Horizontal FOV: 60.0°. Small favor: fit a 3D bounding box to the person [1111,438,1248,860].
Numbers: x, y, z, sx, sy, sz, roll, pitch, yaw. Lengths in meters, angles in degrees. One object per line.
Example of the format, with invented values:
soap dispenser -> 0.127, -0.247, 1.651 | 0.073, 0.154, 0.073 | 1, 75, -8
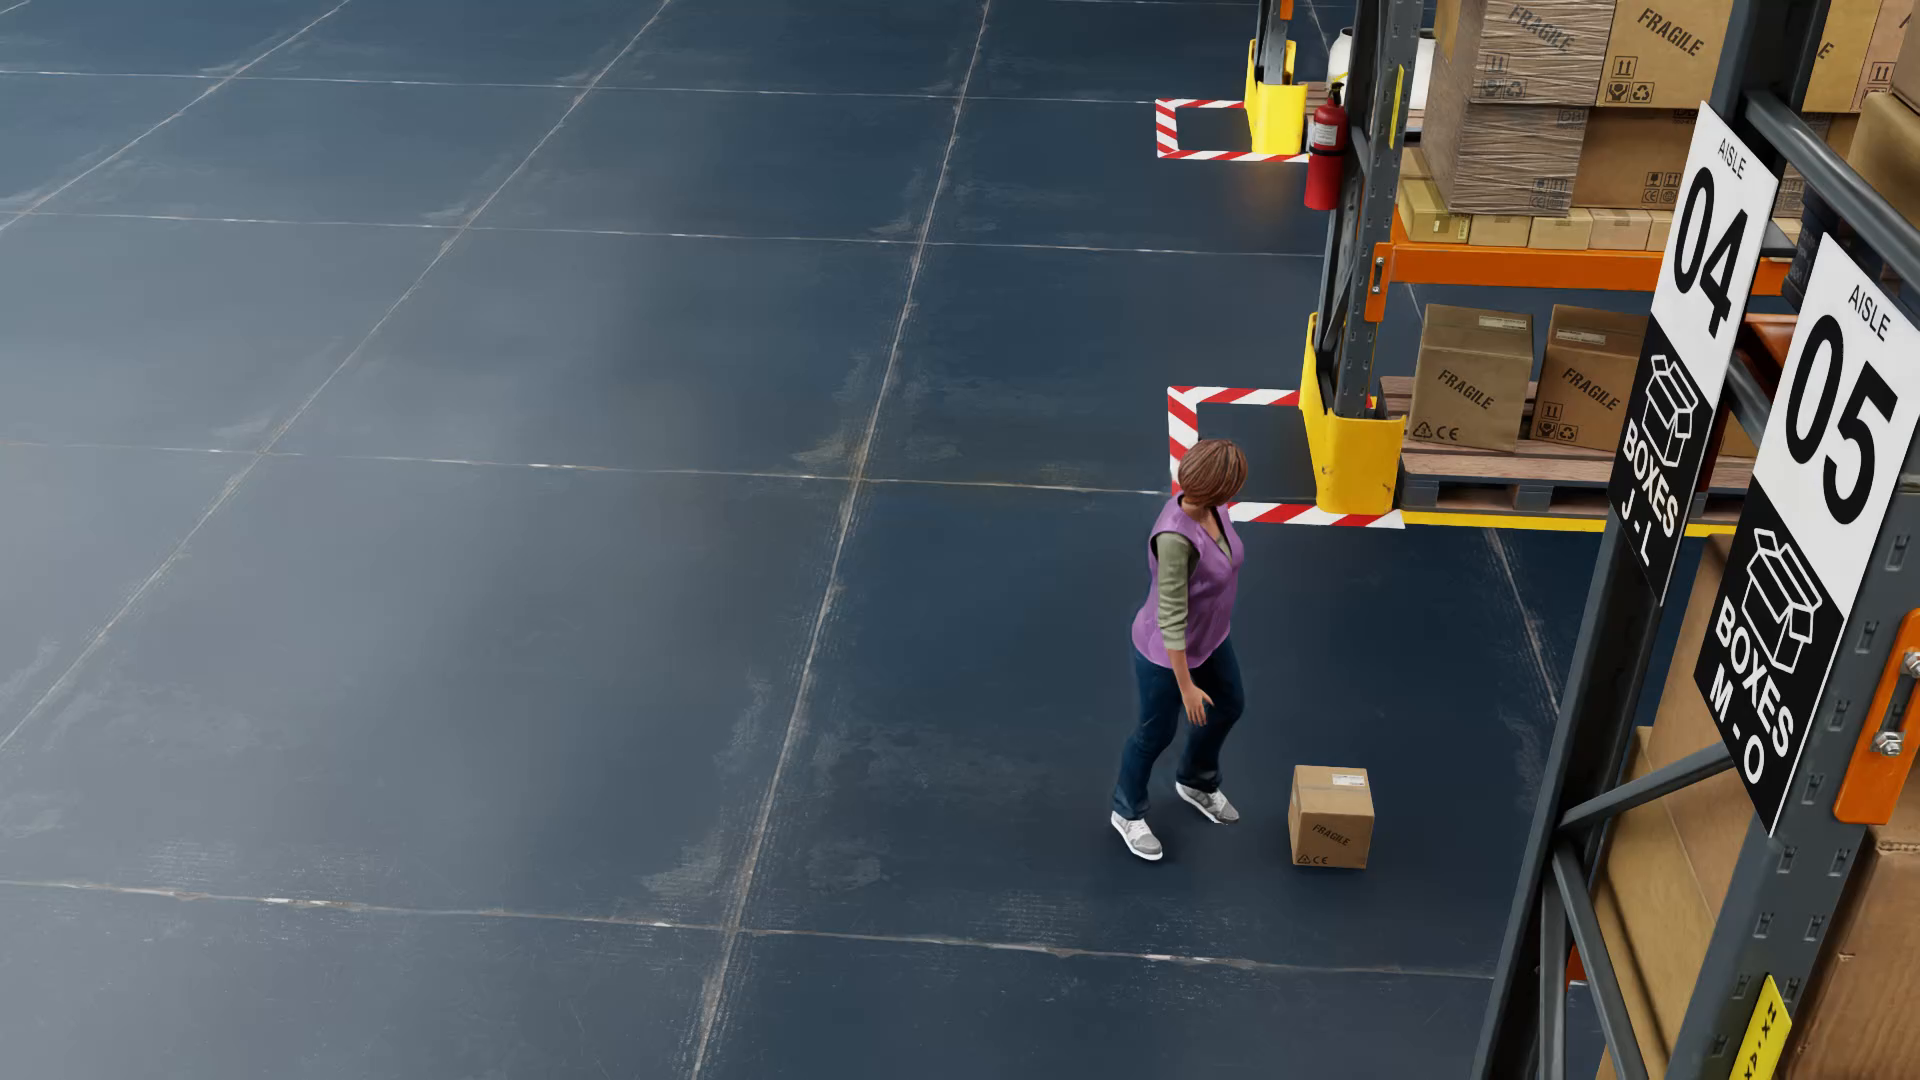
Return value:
person -> 0.756, 0.382, 5.552 | 0.416, 1.639, 0.483 | 22, 38, 30
